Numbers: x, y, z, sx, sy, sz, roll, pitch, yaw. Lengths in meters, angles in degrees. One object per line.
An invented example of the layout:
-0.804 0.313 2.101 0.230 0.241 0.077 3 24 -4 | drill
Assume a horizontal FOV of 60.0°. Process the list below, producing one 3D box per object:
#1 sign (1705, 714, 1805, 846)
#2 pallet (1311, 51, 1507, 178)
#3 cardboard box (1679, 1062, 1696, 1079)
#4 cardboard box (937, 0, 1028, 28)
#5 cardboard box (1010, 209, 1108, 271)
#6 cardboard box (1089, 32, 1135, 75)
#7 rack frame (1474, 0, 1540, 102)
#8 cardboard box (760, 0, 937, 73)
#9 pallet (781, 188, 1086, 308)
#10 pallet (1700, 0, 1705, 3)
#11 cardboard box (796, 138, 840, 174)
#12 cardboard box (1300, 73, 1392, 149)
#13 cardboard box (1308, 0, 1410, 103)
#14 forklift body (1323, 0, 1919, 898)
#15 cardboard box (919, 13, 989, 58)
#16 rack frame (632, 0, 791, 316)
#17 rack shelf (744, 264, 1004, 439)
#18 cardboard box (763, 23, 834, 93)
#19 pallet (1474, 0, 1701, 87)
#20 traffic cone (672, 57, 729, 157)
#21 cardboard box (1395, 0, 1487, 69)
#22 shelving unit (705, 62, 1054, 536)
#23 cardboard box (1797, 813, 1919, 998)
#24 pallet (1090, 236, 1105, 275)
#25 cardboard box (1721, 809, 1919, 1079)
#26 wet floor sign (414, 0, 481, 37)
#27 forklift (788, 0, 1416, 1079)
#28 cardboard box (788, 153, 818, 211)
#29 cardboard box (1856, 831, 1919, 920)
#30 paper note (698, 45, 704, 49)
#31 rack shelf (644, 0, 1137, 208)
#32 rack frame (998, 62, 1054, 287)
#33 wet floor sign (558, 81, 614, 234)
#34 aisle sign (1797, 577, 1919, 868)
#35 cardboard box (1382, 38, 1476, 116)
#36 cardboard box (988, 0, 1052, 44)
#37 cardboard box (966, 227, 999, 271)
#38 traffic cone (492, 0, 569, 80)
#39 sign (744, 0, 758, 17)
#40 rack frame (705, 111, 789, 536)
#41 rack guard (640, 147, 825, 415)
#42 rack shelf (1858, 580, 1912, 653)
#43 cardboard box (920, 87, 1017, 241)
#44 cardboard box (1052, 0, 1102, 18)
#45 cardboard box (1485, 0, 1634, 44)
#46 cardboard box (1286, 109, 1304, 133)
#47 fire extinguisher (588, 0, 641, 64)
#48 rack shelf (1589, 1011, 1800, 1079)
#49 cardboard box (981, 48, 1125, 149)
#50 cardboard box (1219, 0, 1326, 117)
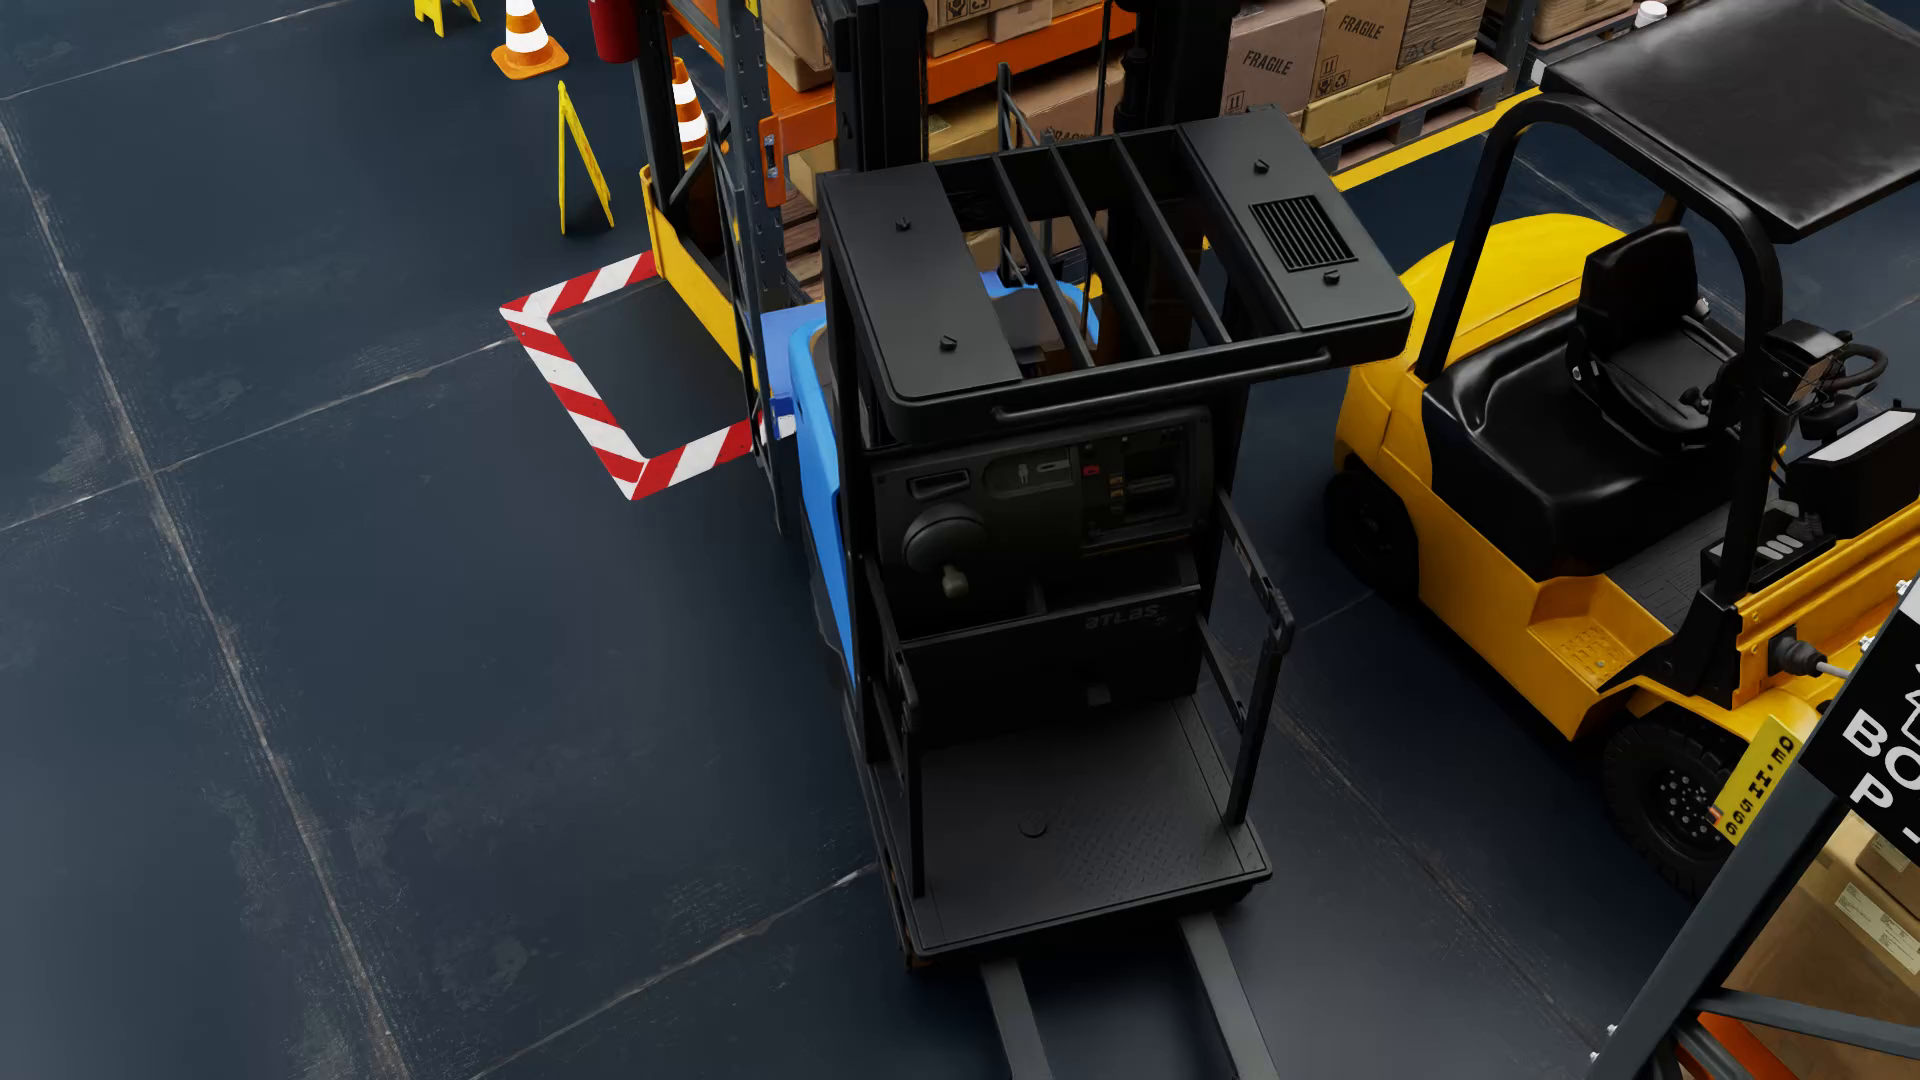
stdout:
1.403 0.435 2.920 0.005 0.325 0.100 -25 53 -21 | sign
1.863 -2.263 8.124 1.213 0.211 1.003 -25 53 -21 | pallet
1.904 1.309 3.966 0.500 0.250 0.500 -24 52 -20 | cardboard box
0.014 -2.241 5.971 0.500 0.500 0.500 -24 52 -20 | cardboard box
0.295 -1.457 7.099 0.500 0.250 0.500 -23 52 -20 | cardboard box
0.747 -1.924 7.012 0.500 0.500 0.500 -24 53 -20 | cardboard box
2.412 -3.481 7.341 0.127 3.000 1.000 -25 53 -21 | rack frame
-0.422 -2.032 5.785 0.500 0.500 0.500 -26 53 -21 | cardboard box
-0.201 -1.291 7.258 1.213 0.211 1.003 -25 53 -21 | pallet
4.103 -3.354 9.095 1.213 0.211 1.003 -25 53 -21 | pallet
-0.432 -1.845 6.943 0.500 0.500 0.500 -25 53 -21 | cardboard box
1.610 -2.082 7.656 0.500 0.250 0.500 -27 53 -22 | cardboard box
1.626 -2.346 7.389 0.500 0.500 0.500 -24 53 -20 | cardboard box
2.311 -0.379 5.147 1.214 2.155 2.313 -25 53 -21 | forklift body
-0.100 -1.972 6.166 0.250 0.149 0.380 -27 54 -22 | cardboard box
-0.971 -1.887 5.922 0.127 3.000 1.000 -25 53 -21 | rack frame
-0.253 -0.701 6.091 1.000 0.185 0.538 -13 46 -11 | rack shelf
-0.573 -1.808 6.020 0.250 0.149 0.380 -25 53 -21 | cardboard box
3.070 -2.864 8.660 1.213 0.211 1.003 -25 53 -21 | pallet
-1.296 -2.029 7.747 0.334 0.463 0.336 -25 53 -21 | traffic cone
2.055 -2.550 7.570 0.500 0.500 0.500 -26 53 -21 | cardboard box
-0.256 -0.829 5.964 1.048 1.500 0.538 -13 46 -11 | shelving unit
1.824 0.683 3.132 0.250 0.149 0.380 -24 53 -20 | cardboard box
0.830 -1.774 7.689 1.213 0.211 1.003 -25 53 -21 | pallet
1.957 0.852 3.416 0.500 0.500 0.500 -26 53 -22 | cardboard box
-2.666 -2.928 8.425 0.232 0.644 0.267 -34 57 -27 | wet floor sign
0.285 0.002 4.286 1.130 2.935 3.031 -11 49 -10 | forklift
-0.411 -1.614 7.238 0.500 0.250 0.500 -25 53 -21 | cardboard box
1.871 0.623 2.986 0.250 0.149 0.380 -25 53 -21 | cardboard box
-1.234 -2.533 8.485 0.148 0.019 0.142 30 55 24 | paper note
0.721 -2.444 6.900 4.000 0.370 1.077 -25 53 -21 | rack shelf
0.231 -0.939 6.062 0.032 1.500 0.500 -13 46 -11 | rack frame
-1.703 -1.704 7.335 0.232 0.644 0.267 -9 49 -8 | wet floor sign
1.468 0.223 2.302 0.004 0.787 0.394 -25 53 -21 | aisle sign
2.055 -2.300 7.850 0.500 0.250 0.500 -23 52 -19 | cardboard box
0.140 -2.044 6.230 0.250 0.149 0.380 -24 53 -20 | cardboard box
-0.141 -1.259 6.922 0.500 0.250 0.500 -26 53 -21 | cardboard box
-2.175 -2.595 8.251 0.334 0.463 0.336 -25 53 -21 | traffic cone
-0.681 -1.832 5.293 0.005 0.325 0.100 -25 53 -21 | sign
-0.743 -0.719 5.866 0.032 1.500 0.500 -13 46 -11 | rack frame
-0.907 -1.086 6.882 0.348 0.500 1.175 -25 53 -21 | rack guard
3.372 -0.308 2.989 4.000 0.370 1.077 -25 53 -21 | rack shelf
-0.121 -1.518 6.651 0.500 0.500 0.500 -27 54 -22 | cardboard box
0.340 -2.168 6.341 0.250 0.149 0.380 -24 53 -20 | cardboard box
2.854 -2.957 8.353 0.625 0.372 0.950 -25 53 -20 | cardboard box
1.178 -1.882 7.478 0.500 0.250 0.500 -24 53 -20 | cardboard box
-1.314 -2.106 6.169 0.183 0.674 0.296 -25 53 -21 | fire extinguisher
3.372 0.689 4.109 4.000 0.370 1.077 -25 53 -21 | rack shelf
0.319 -1.729 6.839 0.500 0.500 0.500 -27 54 -22 | cardboard box
1.195 -2.142 7.207 0.500 0.500 0.500 -23 52 -19 | cardboard box
